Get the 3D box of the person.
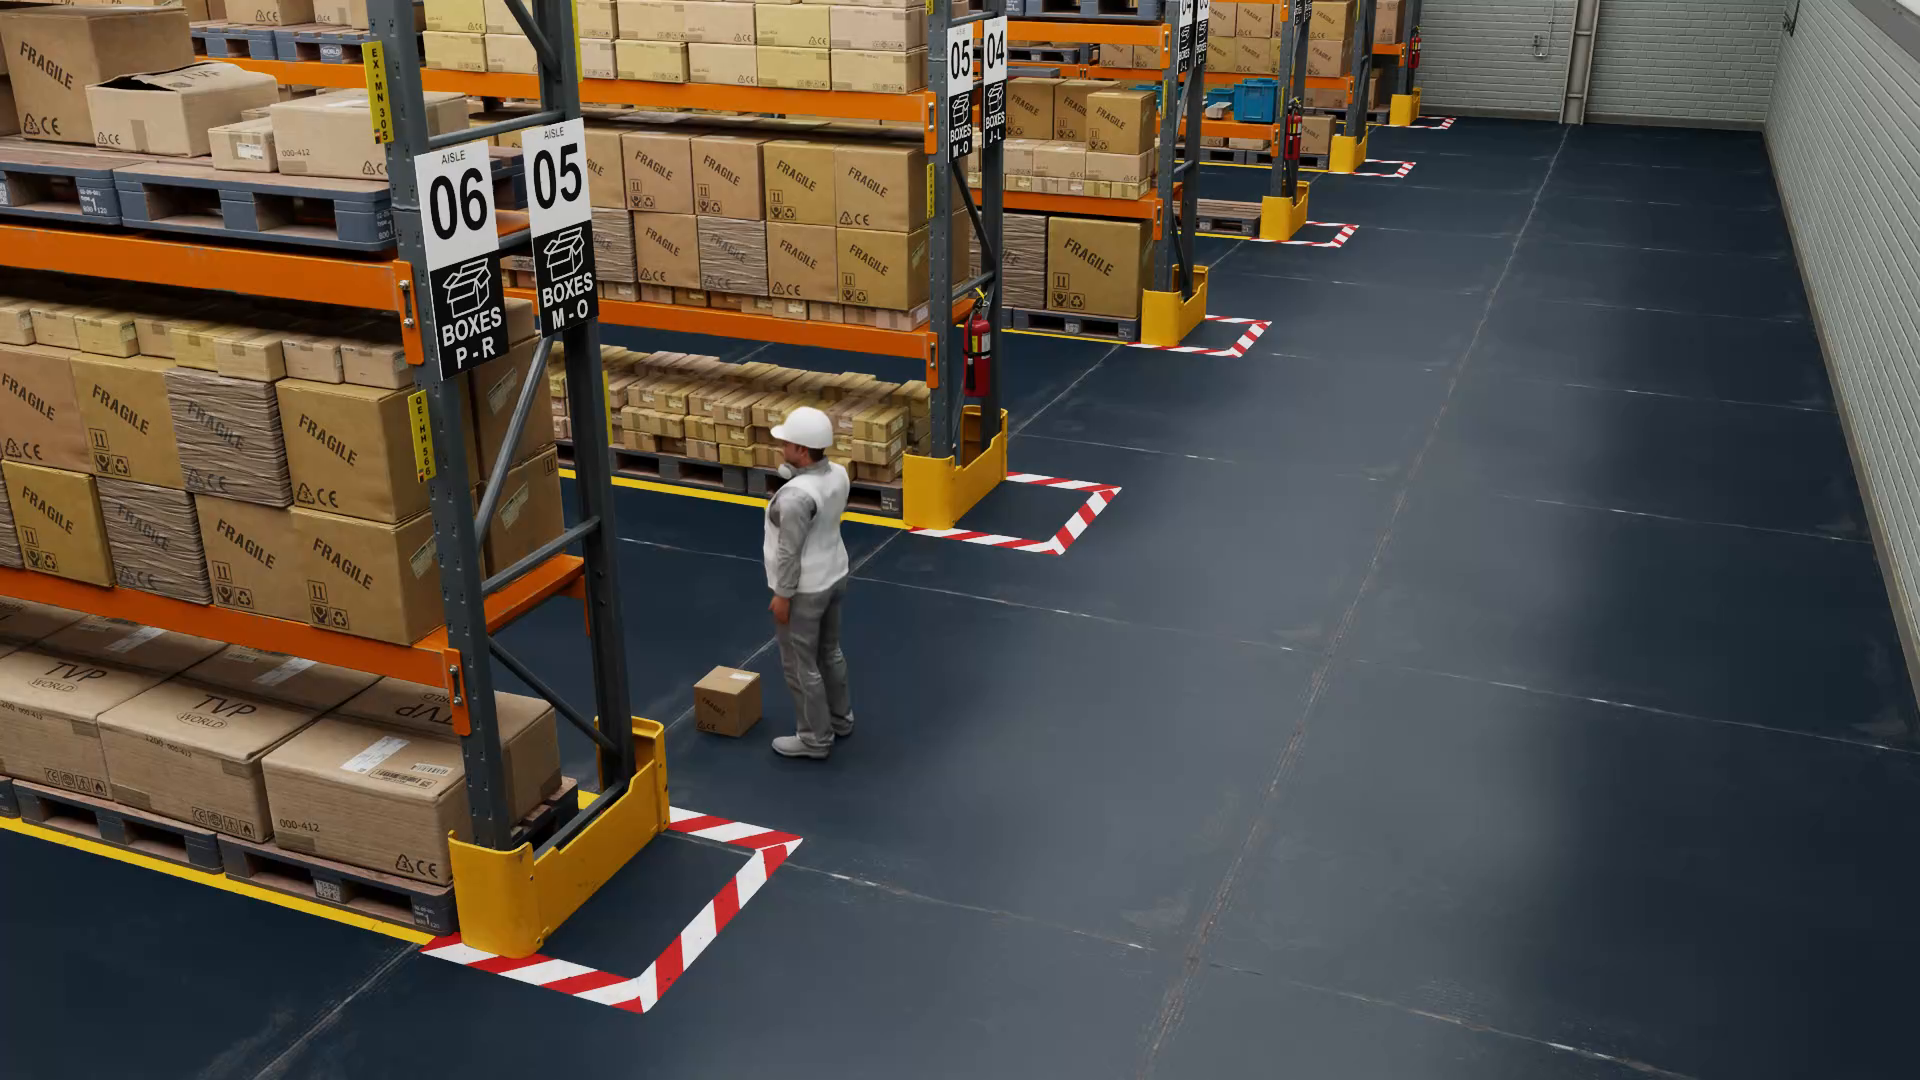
[{"bbox_3d":[-0.748,0.203,8.062,0.358,1.772,0.529,9,24,22],"label":"person"}]
